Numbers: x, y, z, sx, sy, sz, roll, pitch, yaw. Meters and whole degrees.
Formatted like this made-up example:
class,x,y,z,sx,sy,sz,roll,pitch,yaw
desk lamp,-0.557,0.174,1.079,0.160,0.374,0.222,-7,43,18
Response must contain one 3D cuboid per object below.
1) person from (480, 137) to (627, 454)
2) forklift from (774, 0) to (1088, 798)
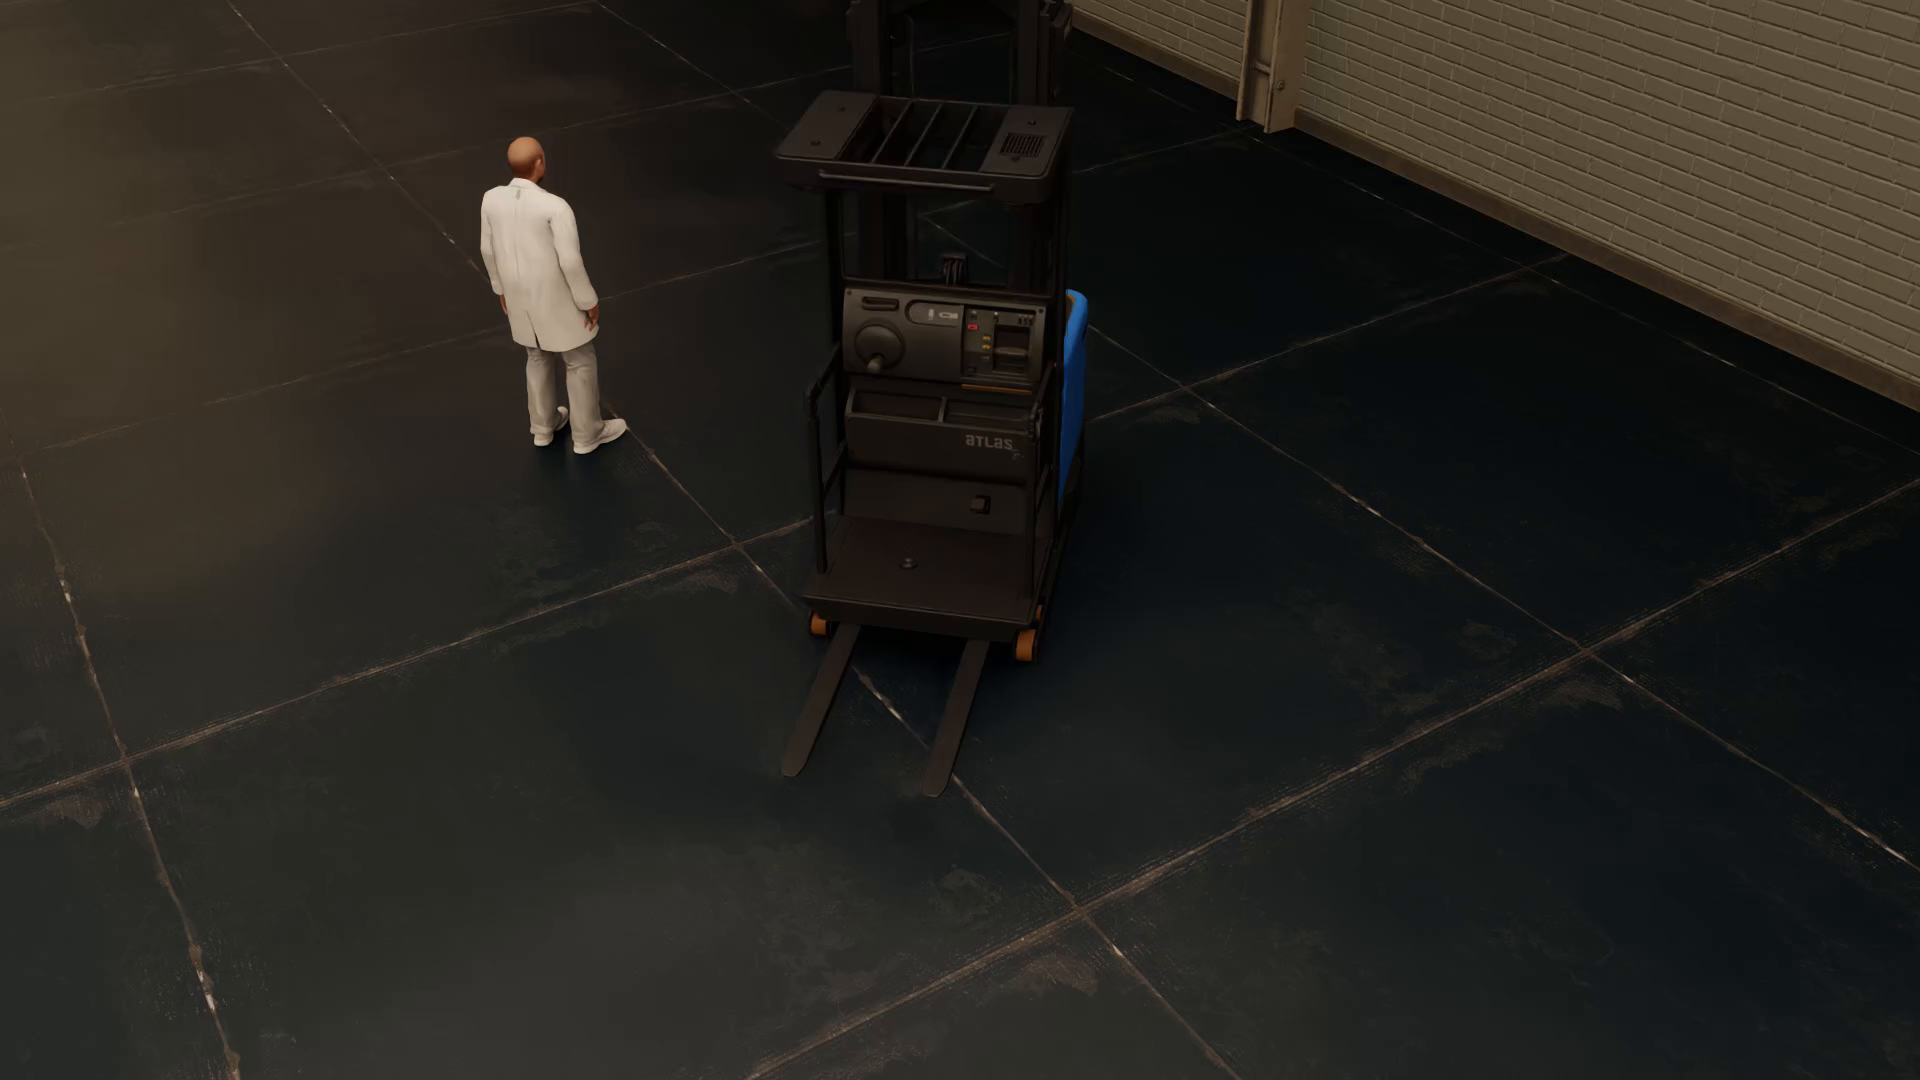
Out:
class,x,y,z,sx,sy,sz,roll,pitch,yaw
person,-2.247,-1.314,9.025,0.647,1.772,0.430,13,37,17
forklift,-0.116,-0.854,7.363,1.130,2.935,3.031,7,36,9
